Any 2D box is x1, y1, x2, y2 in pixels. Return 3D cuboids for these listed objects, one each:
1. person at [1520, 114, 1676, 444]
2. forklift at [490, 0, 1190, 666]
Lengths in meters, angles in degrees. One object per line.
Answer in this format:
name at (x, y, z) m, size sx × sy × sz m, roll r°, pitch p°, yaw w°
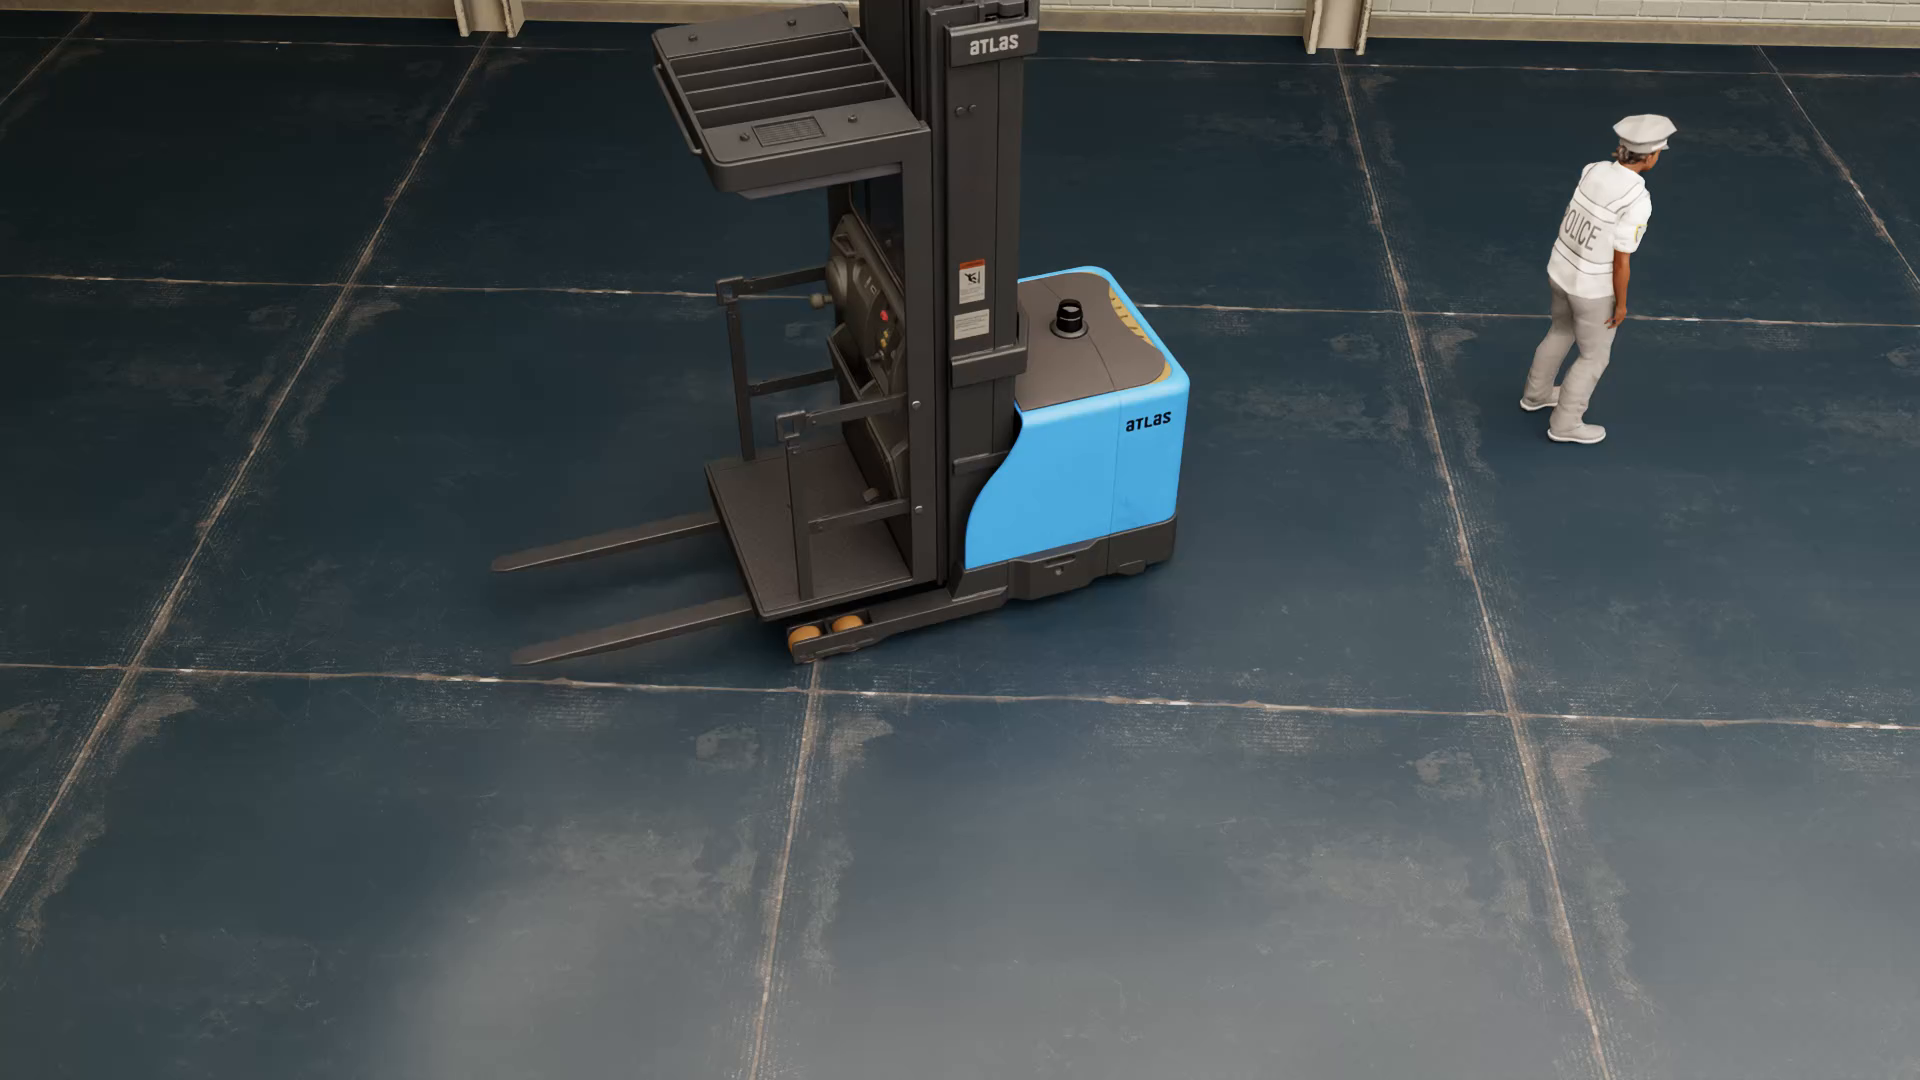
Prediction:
person at (3.066, -1.245, 8.053) m, size 0.397 × 1.656 × 0.518 m, roll -13°, pitch 44°, yaw -13°
forklift at (-0.573, -0.945, 6.778) m, size 3.031 × 2.935 × 1.130 m, roll -13°, pitch 44°, yaw -14°
